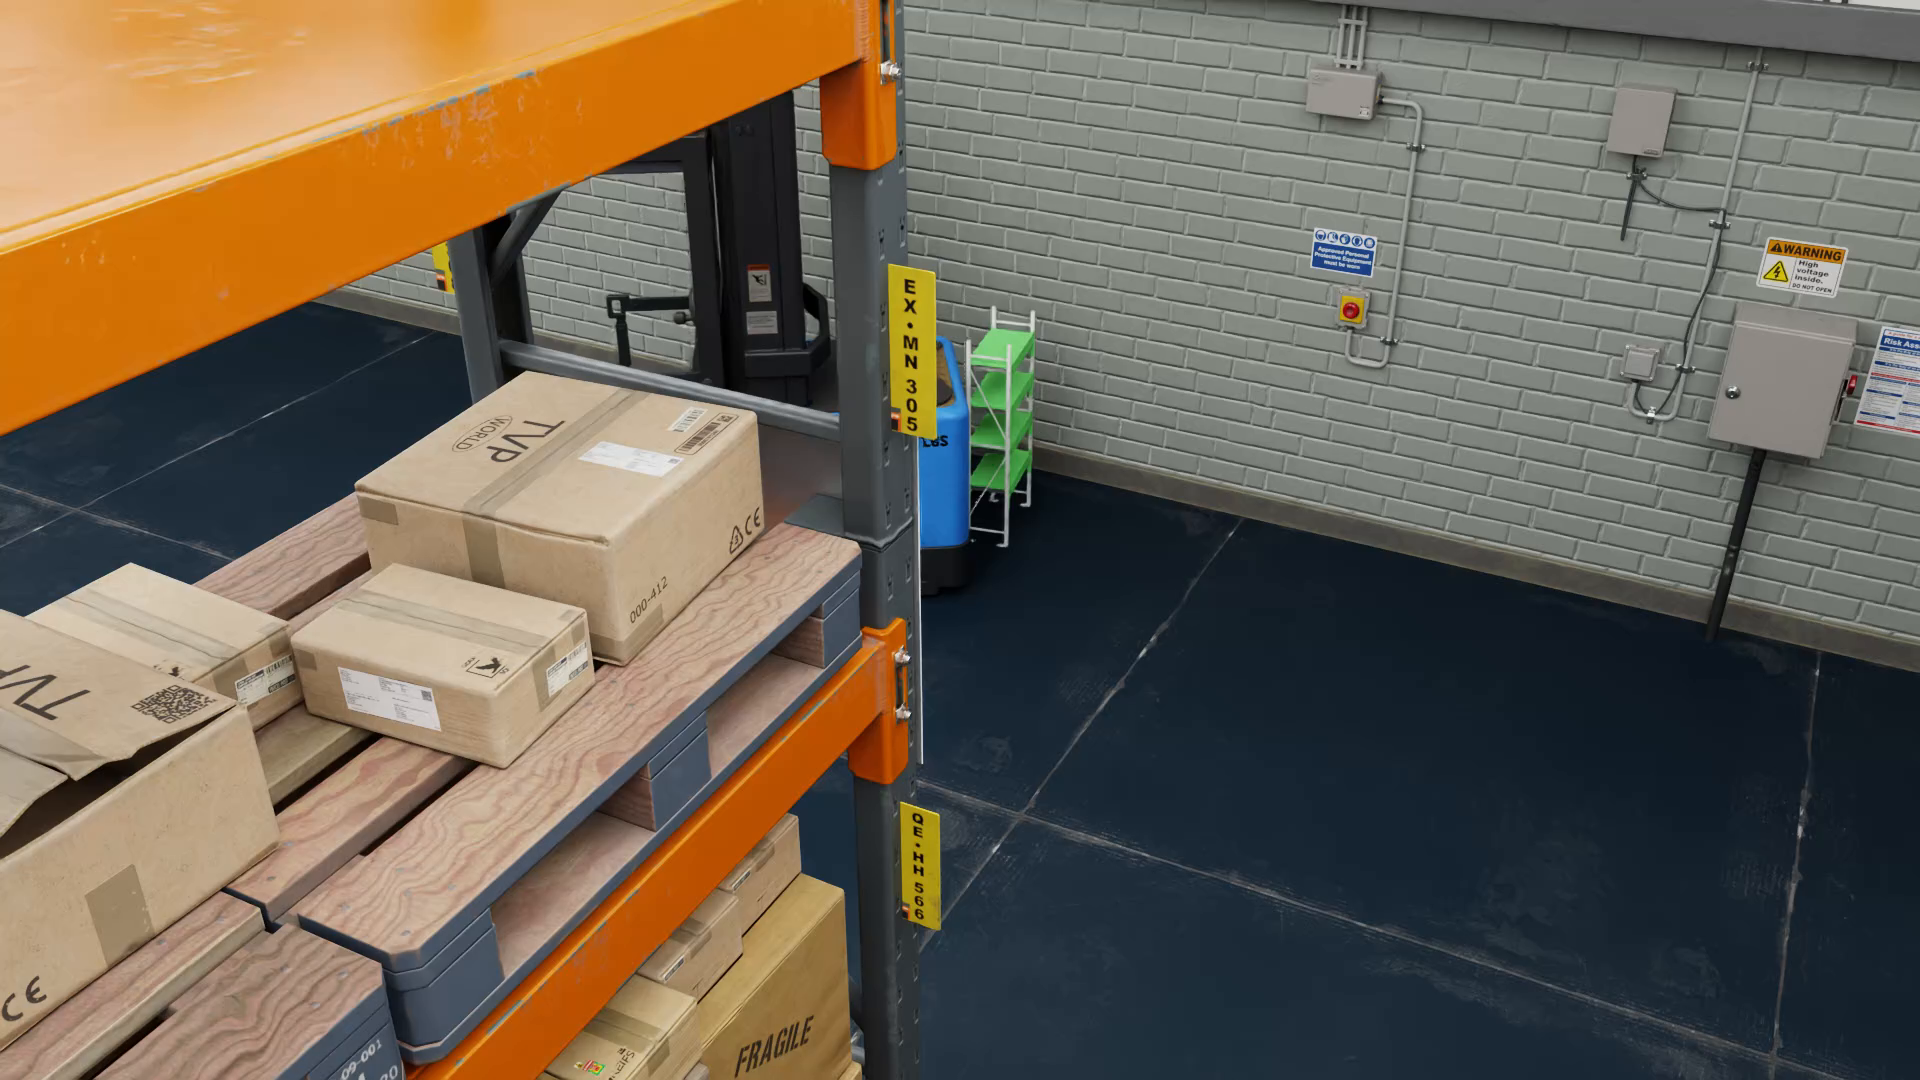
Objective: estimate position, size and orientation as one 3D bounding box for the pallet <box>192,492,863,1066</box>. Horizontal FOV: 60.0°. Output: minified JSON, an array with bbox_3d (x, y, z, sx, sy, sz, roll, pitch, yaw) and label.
[{"bbox_3d":[-0.894,0.253,2.874,1.003,0.211,1.213,14,33,23],"label":"pallet"}]

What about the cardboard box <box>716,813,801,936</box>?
[{"bbox_3d":[-0.550,0.631,3.384,0.380,0.149,0.250,15,33,24],"label":"cardboard box"}]

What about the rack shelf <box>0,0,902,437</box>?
[{"bbox_3d":[-1.476,-0.045,1.416,1.077,0.370,4.000,14,33,23],"label":"rack shelf"}]

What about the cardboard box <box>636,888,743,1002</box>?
[{"bbox_3d":[-0.644,0.749,3.178,0.380,0.149,0.250,15,33,24],"label":"cardboard box"}]

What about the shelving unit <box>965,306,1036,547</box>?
[{"bbox_3d":[0.220,-0.618,9.122,0.258,1.200,0.503,9,31,15],"label":"shelving unit"}]

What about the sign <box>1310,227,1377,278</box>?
[{"bbox_3d":[1.968,-1.476,8.536,0.327,0.218,0.001,14,33,23],"label":"sign"}]

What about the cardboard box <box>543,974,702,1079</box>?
[{"bbox_3d":[-0.687,0.882,2.946,0.380,0.149,0.250,14,33,23],"label":"cardboard box"}]

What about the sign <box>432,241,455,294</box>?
[{"bbox_3d":[-1.056,-0.658,3.415,0.100,0.325,0.005,14,33,23],"label":"sign"}]

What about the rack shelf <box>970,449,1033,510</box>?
[{"bbox_3d":[0.220,-0.355,9.273,0.258,0.148,0.480,9,31,15],"label":"rack shelf"}]

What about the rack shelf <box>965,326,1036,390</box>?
[{"bbox_3d":[0.220,-0.979,8.914,0.258,0.148,0.480,9,31,15],"label":"rack shelf"}]

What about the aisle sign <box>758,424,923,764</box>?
[{"bbox_3d":[-0.256,0.096,3.461,0.394,0.787,0.004,14,33,23],"label":"aisle sign"}]

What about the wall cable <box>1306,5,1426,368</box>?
[{"bbox_3d":[1.983,-1.775,8.277,0.585,1.953,0.123,14,33,23],"label":"wall cable"}]

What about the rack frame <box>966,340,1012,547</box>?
[{"bbox_3d":[0.150,-0.502,8.919,0.240,1.200,0.015,9,31,15],"label":"rack frame"}]

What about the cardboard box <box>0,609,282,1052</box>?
[{"bbox_3d":[-1.291,0.349,2.185,0.500,0.311,0.500,15,33,24],"label":"cardboard box"}]

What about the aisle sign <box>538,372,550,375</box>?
[{"bbox_3d":[-0.790,-0.041,3.698,0.394,0.787,0.004,14,33,23],"label":"aisle sign"}]

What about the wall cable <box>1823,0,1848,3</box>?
[{"bbox_3d":[4.907,-3.198,5.746,2.988,3.039,0.133,14,33,23],"label":"wall cable"}]

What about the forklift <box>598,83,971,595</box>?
[{"bbox_3d":[-1.491,-1.153,8.314,3.031,2.935,1.130,-3,30,-5],"label":"forklift"}]

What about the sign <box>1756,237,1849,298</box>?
[{"bbox_3d":[3.832,-1.242,7.571,0.339,0.242,0.001,14,33,23],"label":"sign"}]

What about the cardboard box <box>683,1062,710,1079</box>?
[{"bbox_3d":[-0.785,1.214,3.020,0.500,0.500,0.500,14,33,23],"label":"cardboard box"}]

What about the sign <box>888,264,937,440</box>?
[{"bbox_3d":[-0.088,-0.337,3.002,0.100,0.325,0.005,14,33,23],"label":"sign"}]

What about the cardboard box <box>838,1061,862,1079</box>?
[{"bbox_3d":[-0.549,1.415,3.673,0.500,0.500,0.500,14,33,24],"label":"cardboard box"}]

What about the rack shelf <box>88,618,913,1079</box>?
[{"bbox_3d":[-1.476,1.082,2.063,1.077,0.370,4.000,14,33,23],"label":"rack shelf"}]

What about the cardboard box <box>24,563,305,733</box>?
[{"bbox_3d":[-1.265,0.197,2.612,0.380,0.149,0.250,16,33,25],"label":"cardboard box"}]

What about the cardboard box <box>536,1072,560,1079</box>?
[{"bbox_3d":[-0.838,0.985,2.768,0.380,0.149,0.250,15,33,24],"label":"cardboard box"}]

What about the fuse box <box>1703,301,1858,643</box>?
[{"bbox_3d":[3.787,-0.221,7.916,0.539,1.711,0.414,14,33,23],"label":"fuse box"}]

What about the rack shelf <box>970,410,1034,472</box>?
[{"bbox_3d":[0.220,-0.563,9.153,0.258,0.148,0.480,9,31,15],"label":"rack shelf"}]

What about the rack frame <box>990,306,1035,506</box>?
[{"bbox_3d":[0.291,-0.734,9.324,0.240,1.200,0.015,9,31,15],"label":"rack frame"}]

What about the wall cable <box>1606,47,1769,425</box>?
[{"bbox_3d":[3.251,-1.445,7.733,0.588,1.984,0.122,14,33,23],"label":"wall cable"}]

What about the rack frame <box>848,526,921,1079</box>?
[{"bbox_3d":[-0.565,1.184,4.175,1.000,3.000,0.127,14,33,23],"label":"rack frame"}]

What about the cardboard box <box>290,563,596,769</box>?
[{"bbox_3d":[-0.810,0.191,2.623,0.380,0.149,0.250,12,32,19],"label":"cardboard box"}]

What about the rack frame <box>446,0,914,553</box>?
[{"bbox_3d":[-0.565,-1.417,2.681,1.000,3.000,0.127,14,33,23],"label":"rack frame"}]

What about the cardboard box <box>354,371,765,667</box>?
[{"bbox_3d":[-0.690,-0.057,2.953,0.500,0.250,0.500,11,32,19],"label":"cardboard box"}]

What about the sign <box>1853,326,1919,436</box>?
[{"bbox_3d":[4.321,-0.718,7.583,0.329,0.494,0.001,14,33,23],"label":"sign"}]

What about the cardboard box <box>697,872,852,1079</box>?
[{"bbox_3d":[-0.573,0.975,3.435,0.500,0.500,0.500,15,33,25],"label":"cardboard box"}]

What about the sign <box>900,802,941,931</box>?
[{"bbox_3d":[-0.088,0.709,3.603,0.100,0.325,0.005,14,33,23],"label":"sign"}]

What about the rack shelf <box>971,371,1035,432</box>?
[{"bbox_3d":[0.220,-0.771,9.034,0.258,0.148,0.480,9,31,15],"label":"rack shelf"}]

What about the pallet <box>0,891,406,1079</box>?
[{"bbox_3d":[-1.448,0.796,1.928,1.003,0.211,1.213,14,33,23],"label":"pallet"}]
